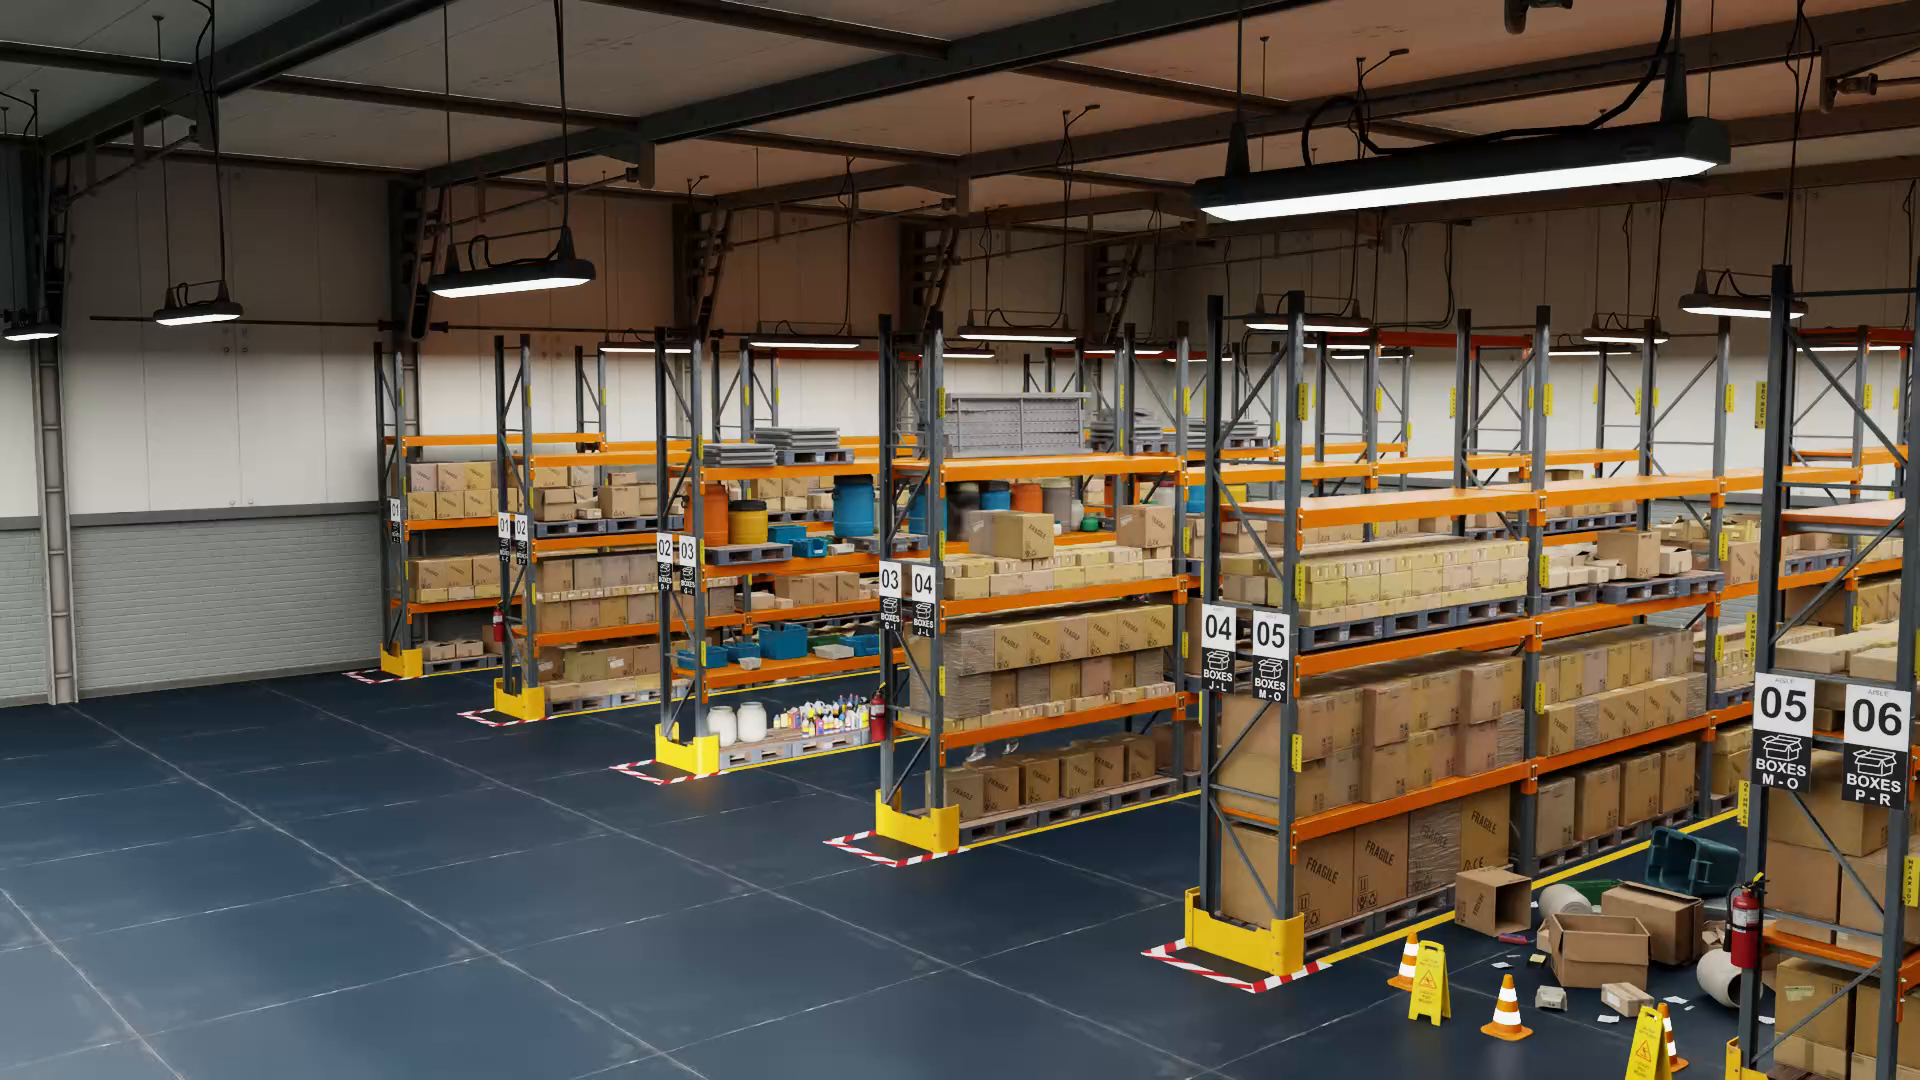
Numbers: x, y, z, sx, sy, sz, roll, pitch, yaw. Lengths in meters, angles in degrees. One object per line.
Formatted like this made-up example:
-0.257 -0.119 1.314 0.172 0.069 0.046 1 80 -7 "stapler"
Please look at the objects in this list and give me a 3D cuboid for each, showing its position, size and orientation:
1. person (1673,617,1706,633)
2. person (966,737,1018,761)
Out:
11.567 1.975 26.241 0.741 1.604 0.947 3 6 30 "person"
0.411 2.193 22.010 0.966 1.436 0.528 -3 6 -33 "person"
